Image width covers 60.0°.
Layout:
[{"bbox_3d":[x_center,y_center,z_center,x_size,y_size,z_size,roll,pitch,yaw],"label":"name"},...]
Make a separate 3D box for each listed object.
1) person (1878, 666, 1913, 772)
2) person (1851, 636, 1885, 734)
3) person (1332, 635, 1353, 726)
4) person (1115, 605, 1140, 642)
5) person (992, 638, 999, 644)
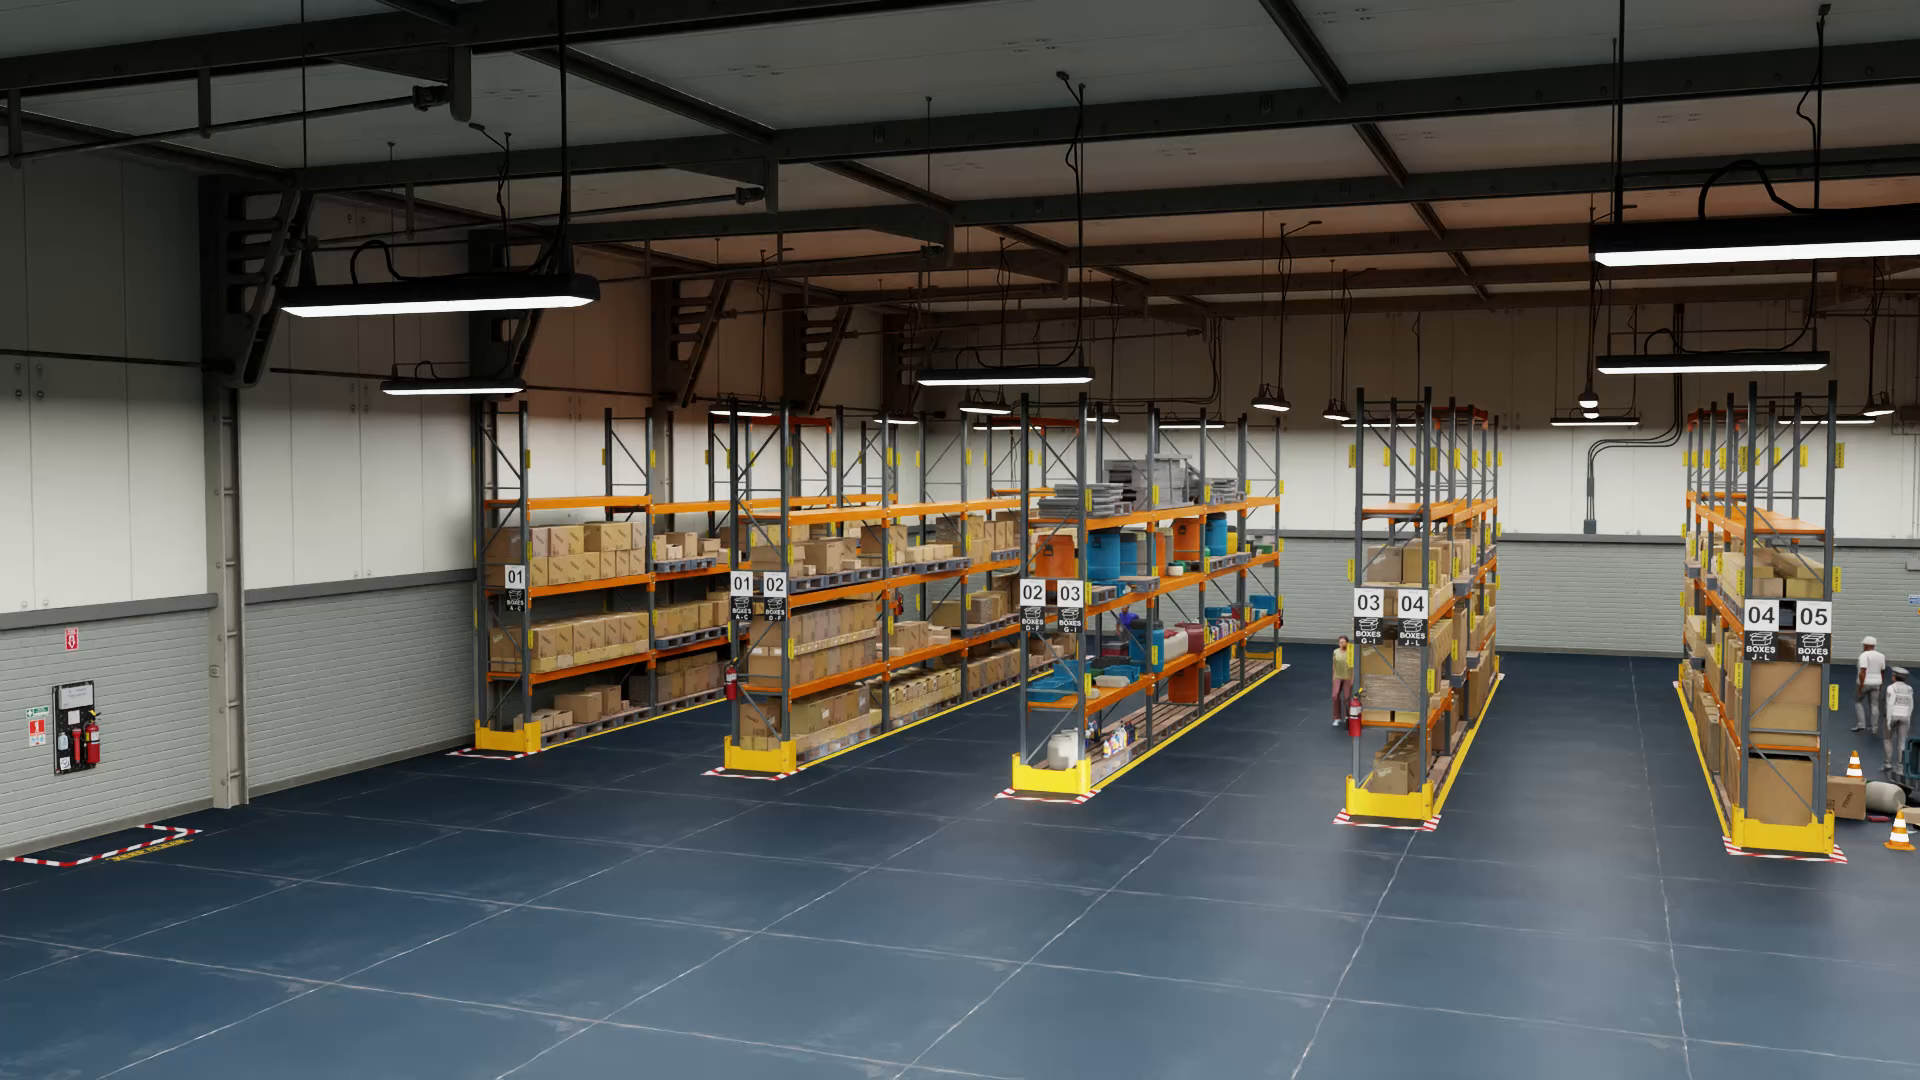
[{"bbox_3d":[14.993,2.898,26.553,0.466,1.733,0.580,1,3,16],"label":"person"},{"bbox_3d":[16.593,2.650,30.270,0.553,1.771,0.561,0,3,5],"label":"person"},{"bbox_3d":[7.242,2.660,31.405,0.486,1.695,0.560,2,3,29],"label":"person"},{"bbox_3d":[4.041,2.286,39.773,0.608,1.570,0.725,2,3,31],"label":"person"},{"bbox_3d":[0.771,2.112,41.812,0.537,1.722,0.557,-2,4,-42],"label":"person"}]
